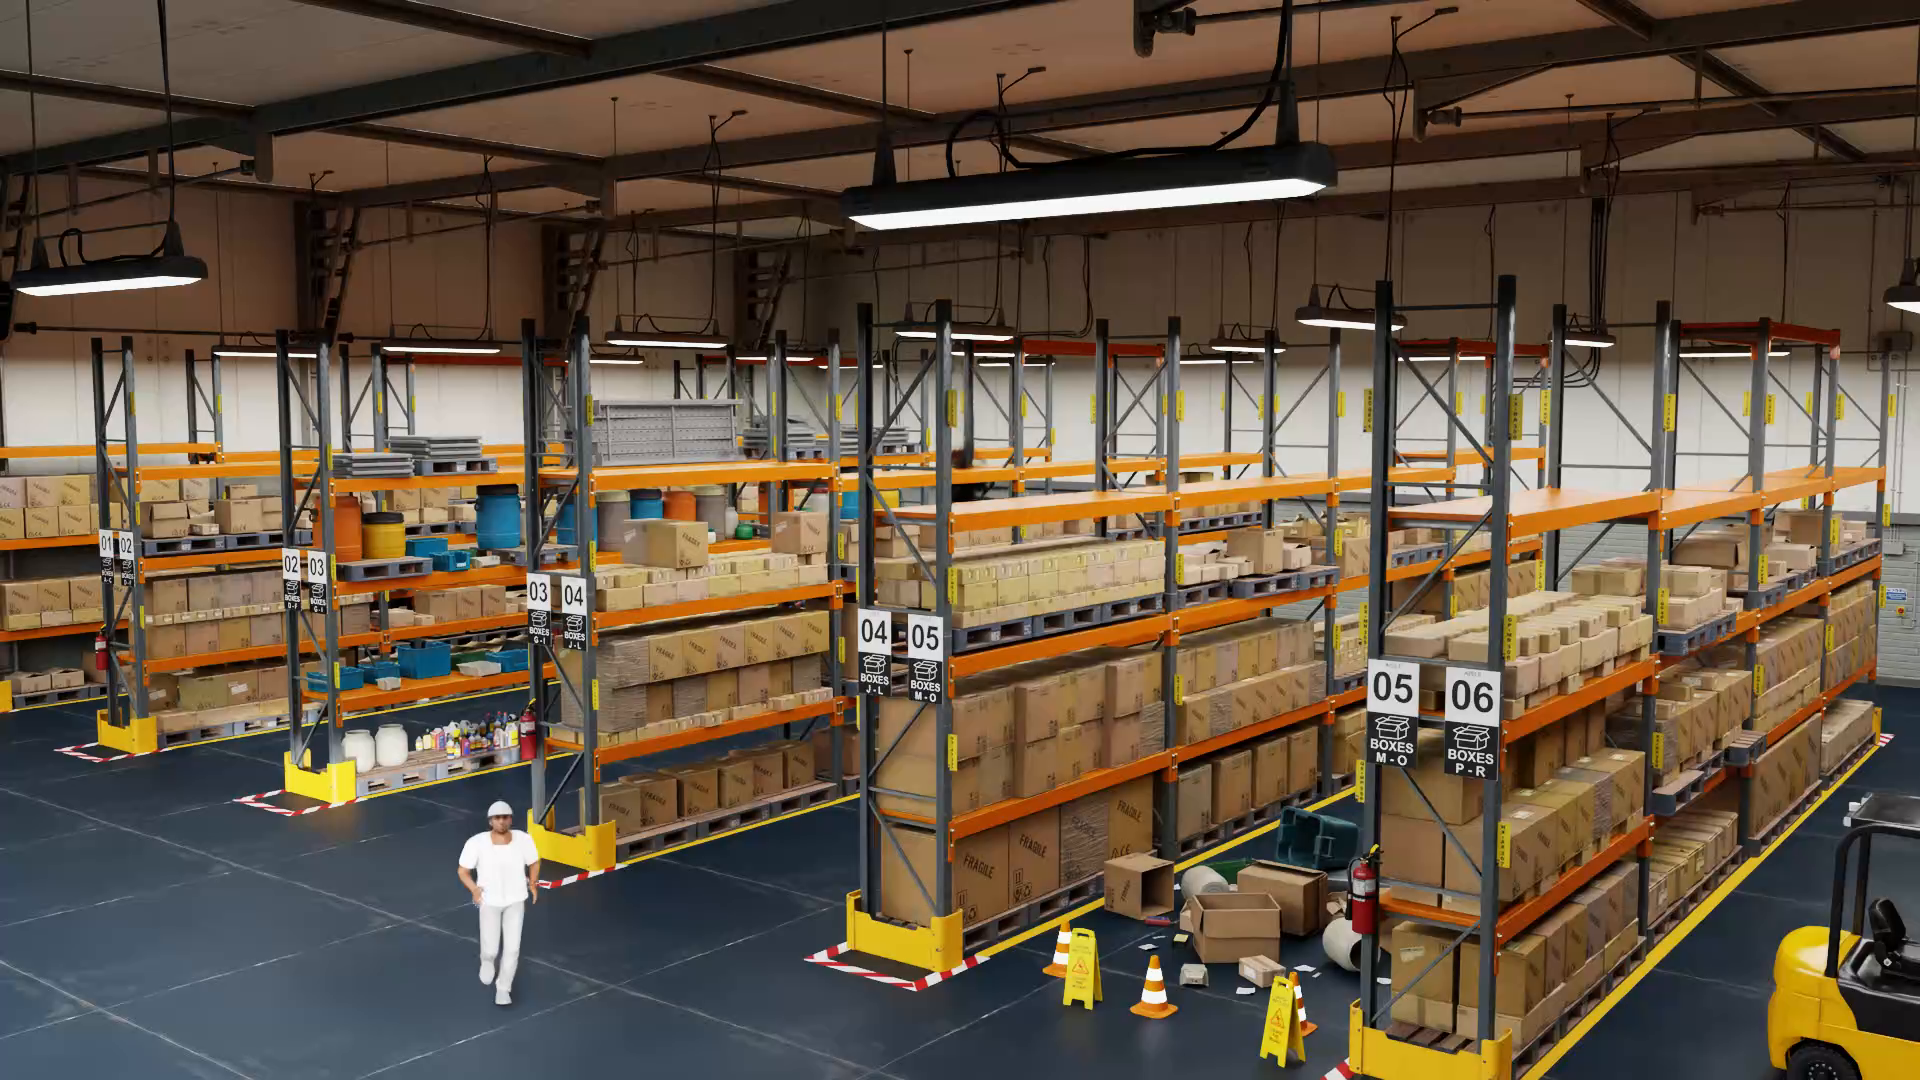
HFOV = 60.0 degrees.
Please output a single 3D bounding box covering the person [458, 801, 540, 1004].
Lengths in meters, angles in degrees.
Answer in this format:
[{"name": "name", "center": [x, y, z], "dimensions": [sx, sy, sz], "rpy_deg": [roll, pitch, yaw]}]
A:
[{"name": "person", "center": [-3.923, 3.069, 14.216], "dimensions": [0.689, 1.722, 0.597], "rpy_deg": [-2, 5, -24]}]
